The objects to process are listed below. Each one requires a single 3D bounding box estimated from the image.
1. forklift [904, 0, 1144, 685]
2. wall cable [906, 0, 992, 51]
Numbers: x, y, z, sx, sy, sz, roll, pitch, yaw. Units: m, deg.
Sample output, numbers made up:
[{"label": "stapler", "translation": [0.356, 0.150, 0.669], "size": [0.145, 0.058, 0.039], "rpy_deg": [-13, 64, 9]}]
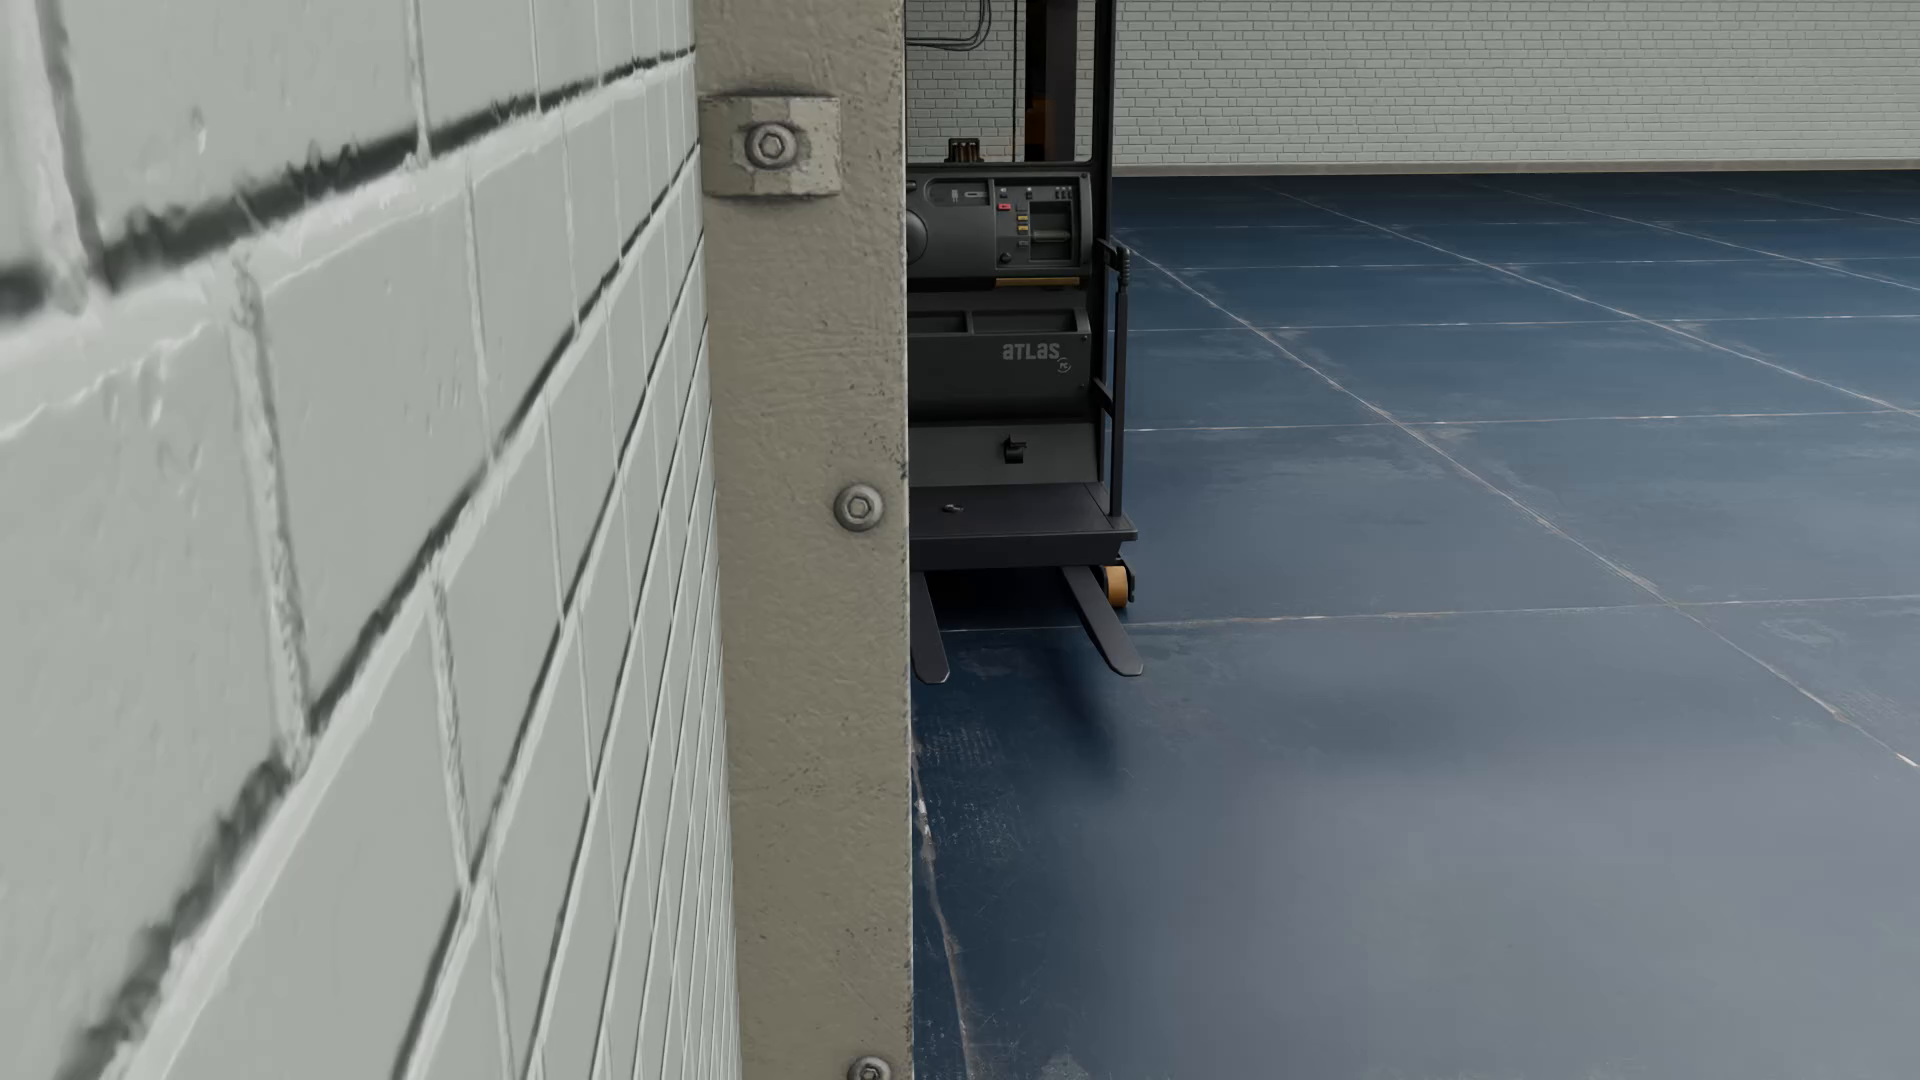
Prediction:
[{"label": "forklift", "translation": [0.066, -1.213, 6.147], "size": [1.130, 2.935, 3.031], "rpy_deg": [-2, 18, -6]}, {"label": "wall cable", "translation": [-1.100, -7.849, 22.337], "size": [3.097, 2.526, 0.112], "rpy_deg": [-2, 18, -6]}]
